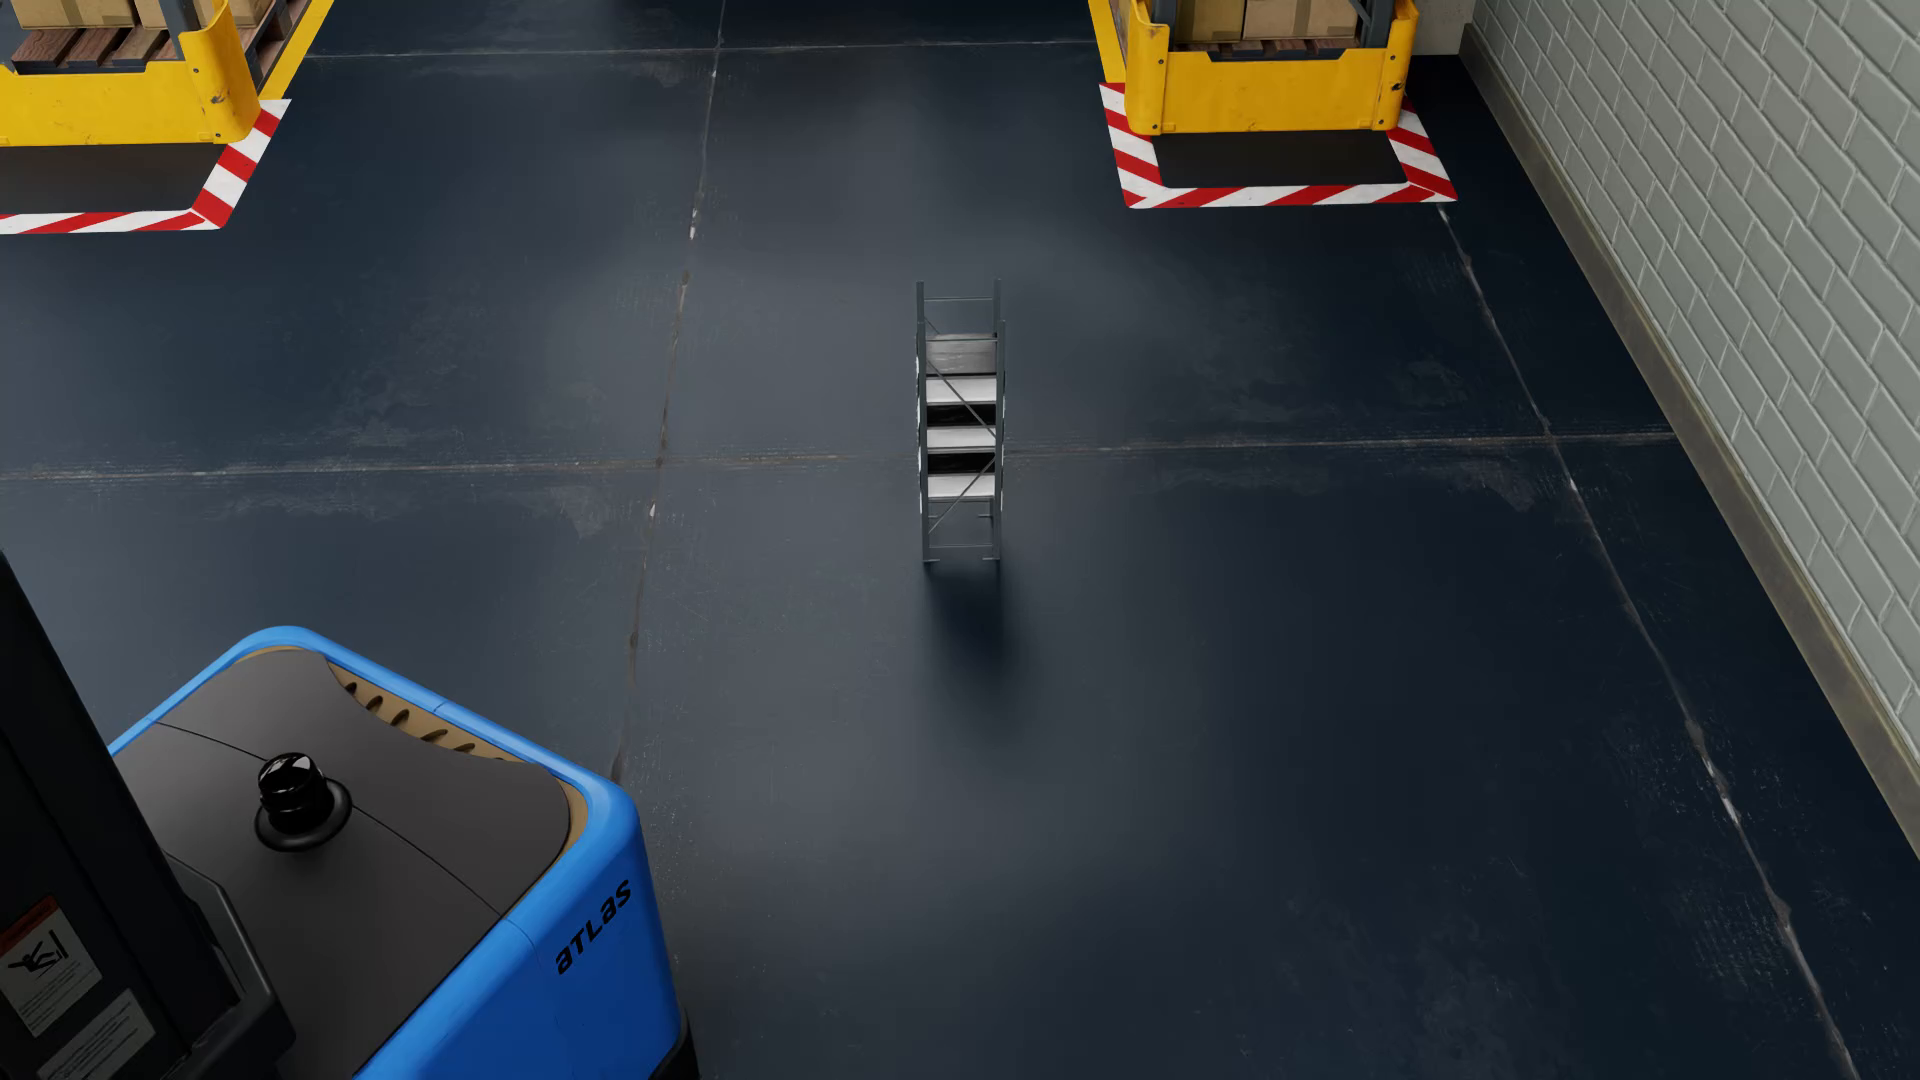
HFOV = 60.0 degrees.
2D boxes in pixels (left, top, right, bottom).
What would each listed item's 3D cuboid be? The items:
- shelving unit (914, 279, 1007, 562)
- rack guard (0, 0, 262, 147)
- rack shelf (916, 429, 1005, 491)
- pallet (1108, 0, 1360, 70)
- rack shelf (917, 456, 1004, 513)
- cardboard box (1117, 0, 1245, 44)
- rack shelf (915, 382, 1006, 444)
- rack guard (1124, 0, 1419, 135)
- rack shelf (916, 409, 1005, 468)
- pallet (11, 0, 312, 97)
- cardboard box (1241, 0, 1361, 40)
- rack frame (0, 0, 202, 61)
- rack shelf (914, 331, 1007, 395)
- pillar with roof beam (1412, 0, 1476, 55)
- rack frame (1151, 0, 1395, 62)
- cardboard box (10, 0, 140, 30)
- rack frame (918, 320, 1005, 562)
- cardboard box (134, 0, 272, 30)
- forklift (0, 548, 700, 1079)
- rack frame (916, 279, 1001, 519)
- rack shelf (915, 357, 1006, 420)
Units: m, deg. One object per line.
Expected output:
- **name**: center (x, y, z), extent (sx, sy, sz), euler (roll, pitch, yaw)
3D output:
- **shelving unit**: center (0.000, -0.337, 4.952), extent (0.258, 0.900, 0.210), euler (-2, 43, -2)
- **rack guard**: center (-3.649, -1.978, 7.038), extent (1.175, 0.500, 0.348), euler (-2, 43, -2)
- **rack shelf**: center (0.000, -0.246, 5.035), extent (0.258, 0.077, 0.200), euler (-2, 43, -2)
- **pallet**: center (1.239, -2.480, 7.799), extent (1.003, 0.211, 1.213), euler (-2, 43, -2)
- **rack shelf**: center (0.000, -0.180, 5.096), extent (0.258, 0.077, 0.200), euler (-2, 43, -2)
- **cardboard box**: center (0.977, -2.442, 7.419), extent (0.500, 0.250, 0.500), euler (-1, 43, -1)
- **rack shelf**: center (0.000, -0.379, 4.914), extent (0.258, 0.077, 0.200), euler (-2, 43, -2)
- **rack guard**: center (1.314, -2.055, 7.122), extent (1.175, 0.500, 0.348), euler (-2, 43, -2)
- **rack shelf**: center (0.000, -0.313, 4.974), extent (0.258, 0.077, 0.200), euler (-2, 43, -2)
- **pallet**: center (-3.649, -2.421, 7.735), extent (1.003, 0.211, 1.213), euler (-2, 43, -2)
- **cardboard box**: center (1.487, -2.471, 7.450), extent (0.500, 0.250, 0.500), euler (-1, 43, -2)
- **rack frame**: center (-3.646, -2.848, 6.137), extent (1.000, 3.000, 0.127), euler (-2, 43, -2)
- **rack shelf**: center (0.000, -0.512, 4.792), extent (0.258, 0.077, 0.200), euler (-2, 43, -2)
- **pillar with roof beam**: center (-2.117, -5.577, 4.674), extent (9.100, 9.000, 0.400), euler (-2, 43, -2)
- **rack frame**: center (1.313, -2.993, 6.295), extent (1.000, 3.000, 0.127), euler (-2, 43, -2)
- **cardboard box**: center (-3.950, -2.543, 7.529), extent (0.500, 0.250, 0.500), euler (-2, 43, -2)
- **rack frame**: center (0.004, -0.269, 4.877), extent (0.240, 0.900, 0.006), euler (-2, 43, -2)
- **cardboard box**: center (-3.404, -2.542, 7.527), extent (0.500, 0.250, 0.500), euler (-2, 43, -2)
- **forklift**: center (-1.773, 0.891, 2.109), extent (1.130, 2.935, 3.031), euler (22, 47, 22)
- **rack frame**: center (-0.005, -0.406, 5.027), extent (0.240, 0.900, 0.006), euler (-2, 43, -2)
- **rack shelf**: center (0.000, -0.445, 4.853), extent (0.258, 0.077, 0.200), euler (-2, 43, -2)
